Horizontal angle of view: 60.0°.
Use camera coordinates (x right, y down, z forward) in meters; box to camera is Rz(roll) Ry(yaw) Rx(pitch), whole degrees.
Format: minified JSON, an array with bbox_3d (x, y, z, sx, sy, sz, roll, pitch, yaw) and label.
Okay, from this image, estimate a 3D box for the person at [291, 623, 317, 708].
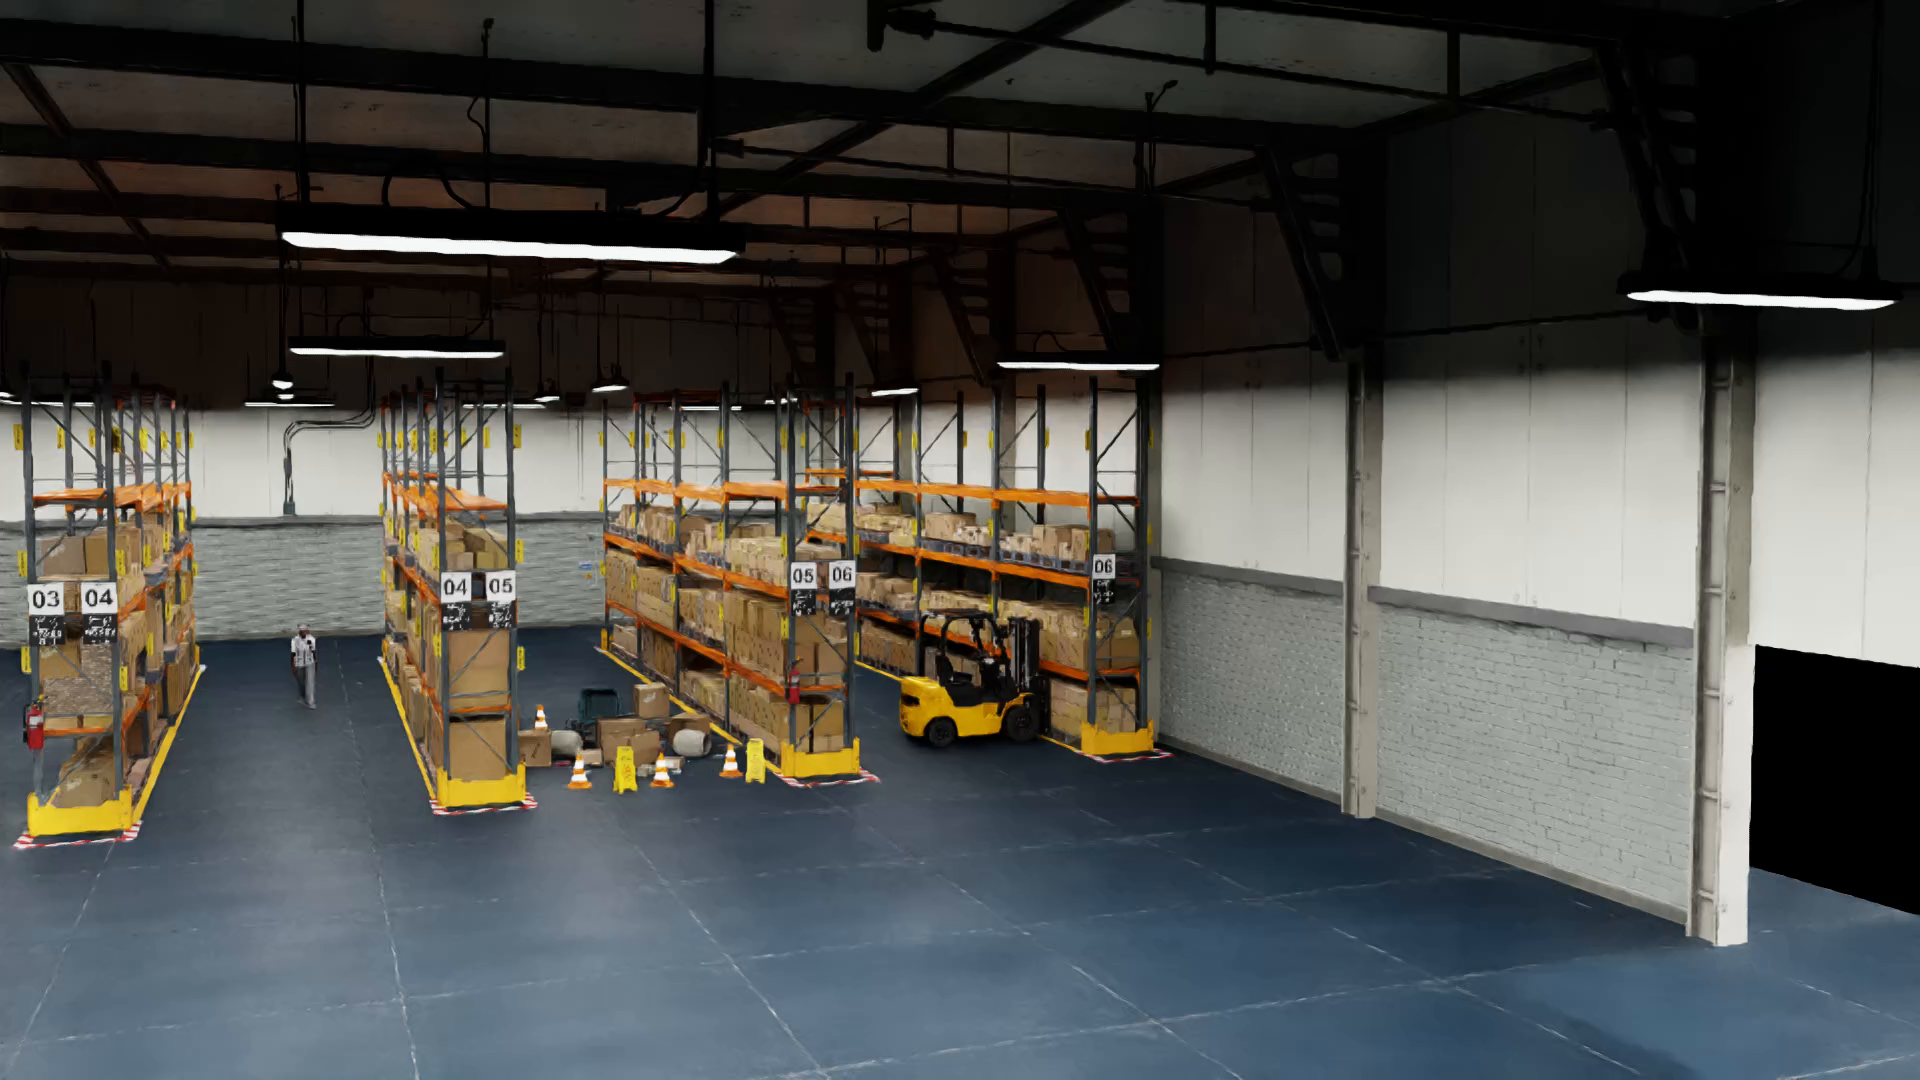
[{"bbox_3d":[-12.264,2.320,31.088,0.456,1.589,1.071,-1,4,-20],"label":"person"}]
